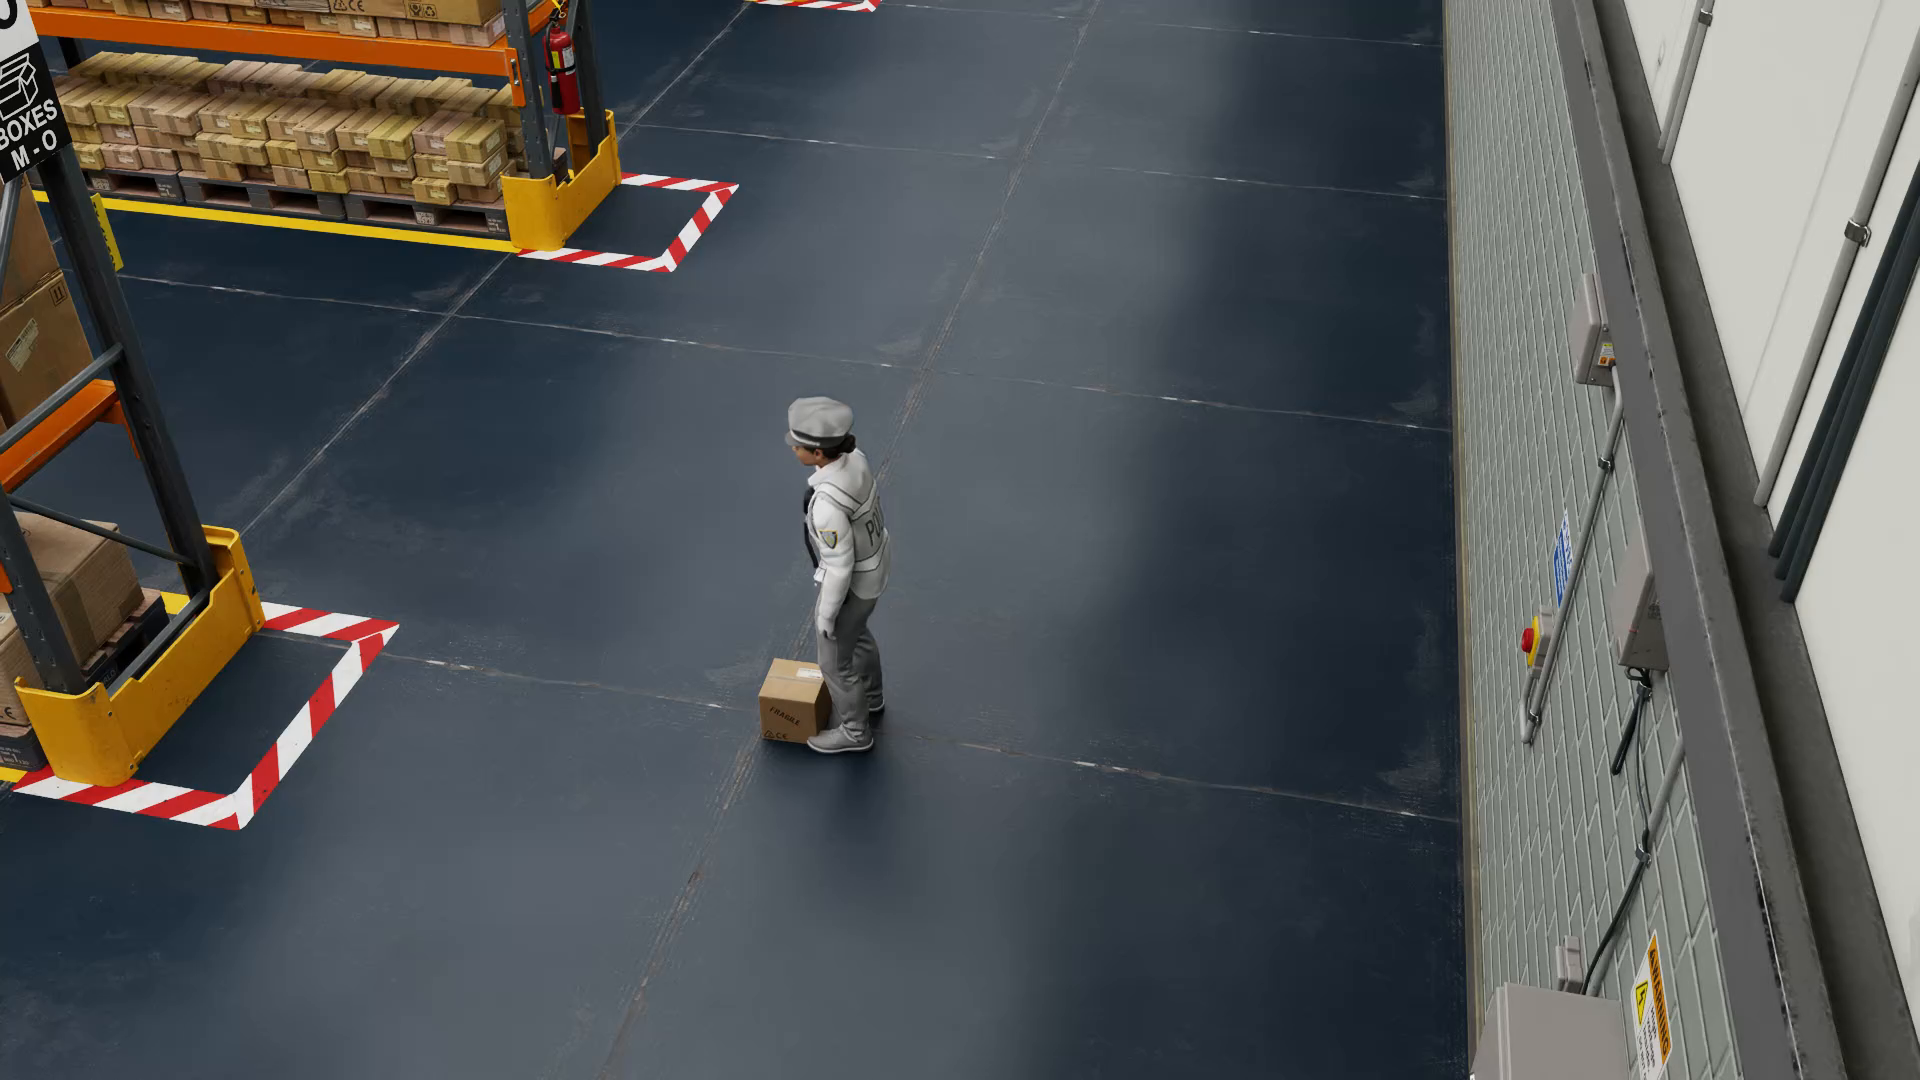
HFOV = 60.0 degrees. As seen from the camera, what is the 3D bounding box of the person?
[{"bbox_3d":[-0.474,0.166,6.739,0.376,1.663,0.545,5,37,7],"label":"person"}]
